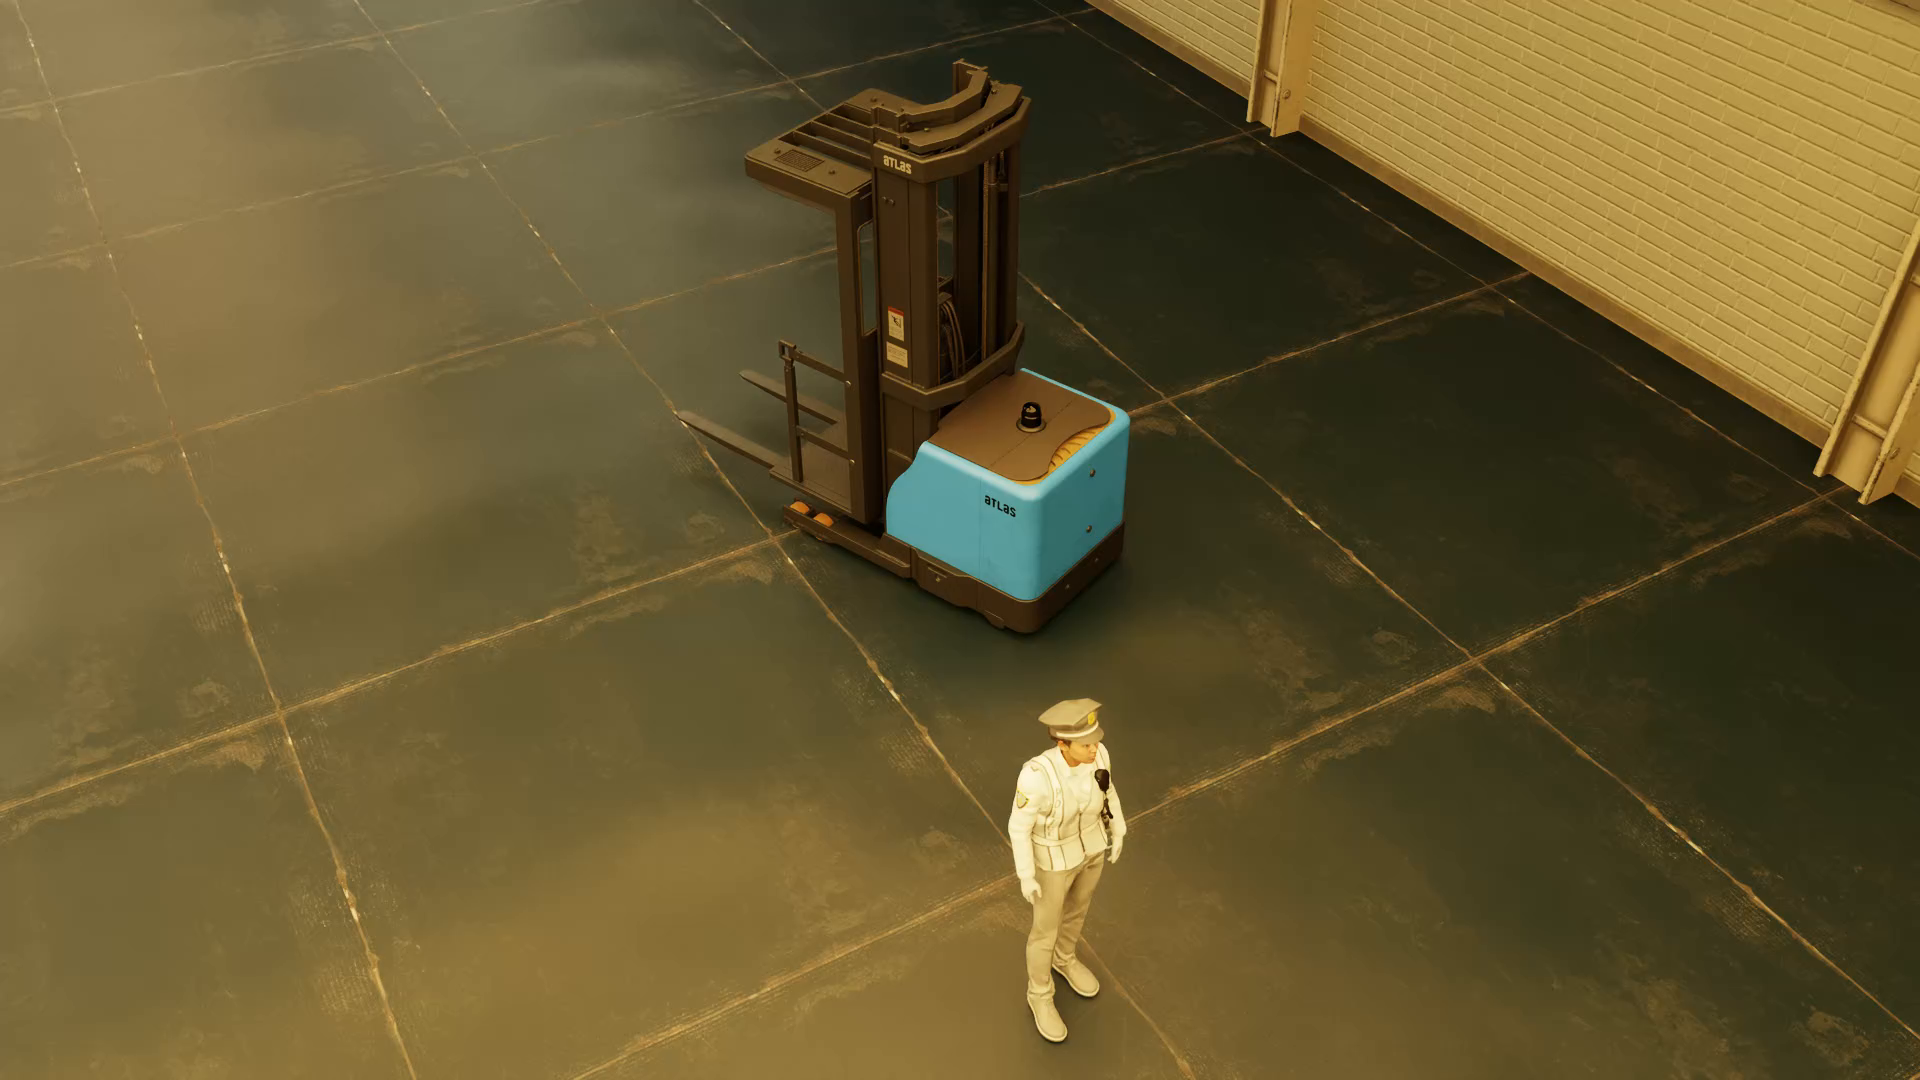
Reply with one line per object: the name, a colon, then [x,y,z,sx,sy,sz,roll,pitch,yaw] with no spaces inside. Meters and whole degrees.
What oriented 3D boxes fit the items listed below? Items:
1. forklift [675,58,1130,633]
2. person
forklift: [-0.481,-1.366,9.683,3.031,2.935,1.130,26,46,28]
person: [0.512,1.409,7.295,0.587,1.693,0.530,-23,45,-26]
